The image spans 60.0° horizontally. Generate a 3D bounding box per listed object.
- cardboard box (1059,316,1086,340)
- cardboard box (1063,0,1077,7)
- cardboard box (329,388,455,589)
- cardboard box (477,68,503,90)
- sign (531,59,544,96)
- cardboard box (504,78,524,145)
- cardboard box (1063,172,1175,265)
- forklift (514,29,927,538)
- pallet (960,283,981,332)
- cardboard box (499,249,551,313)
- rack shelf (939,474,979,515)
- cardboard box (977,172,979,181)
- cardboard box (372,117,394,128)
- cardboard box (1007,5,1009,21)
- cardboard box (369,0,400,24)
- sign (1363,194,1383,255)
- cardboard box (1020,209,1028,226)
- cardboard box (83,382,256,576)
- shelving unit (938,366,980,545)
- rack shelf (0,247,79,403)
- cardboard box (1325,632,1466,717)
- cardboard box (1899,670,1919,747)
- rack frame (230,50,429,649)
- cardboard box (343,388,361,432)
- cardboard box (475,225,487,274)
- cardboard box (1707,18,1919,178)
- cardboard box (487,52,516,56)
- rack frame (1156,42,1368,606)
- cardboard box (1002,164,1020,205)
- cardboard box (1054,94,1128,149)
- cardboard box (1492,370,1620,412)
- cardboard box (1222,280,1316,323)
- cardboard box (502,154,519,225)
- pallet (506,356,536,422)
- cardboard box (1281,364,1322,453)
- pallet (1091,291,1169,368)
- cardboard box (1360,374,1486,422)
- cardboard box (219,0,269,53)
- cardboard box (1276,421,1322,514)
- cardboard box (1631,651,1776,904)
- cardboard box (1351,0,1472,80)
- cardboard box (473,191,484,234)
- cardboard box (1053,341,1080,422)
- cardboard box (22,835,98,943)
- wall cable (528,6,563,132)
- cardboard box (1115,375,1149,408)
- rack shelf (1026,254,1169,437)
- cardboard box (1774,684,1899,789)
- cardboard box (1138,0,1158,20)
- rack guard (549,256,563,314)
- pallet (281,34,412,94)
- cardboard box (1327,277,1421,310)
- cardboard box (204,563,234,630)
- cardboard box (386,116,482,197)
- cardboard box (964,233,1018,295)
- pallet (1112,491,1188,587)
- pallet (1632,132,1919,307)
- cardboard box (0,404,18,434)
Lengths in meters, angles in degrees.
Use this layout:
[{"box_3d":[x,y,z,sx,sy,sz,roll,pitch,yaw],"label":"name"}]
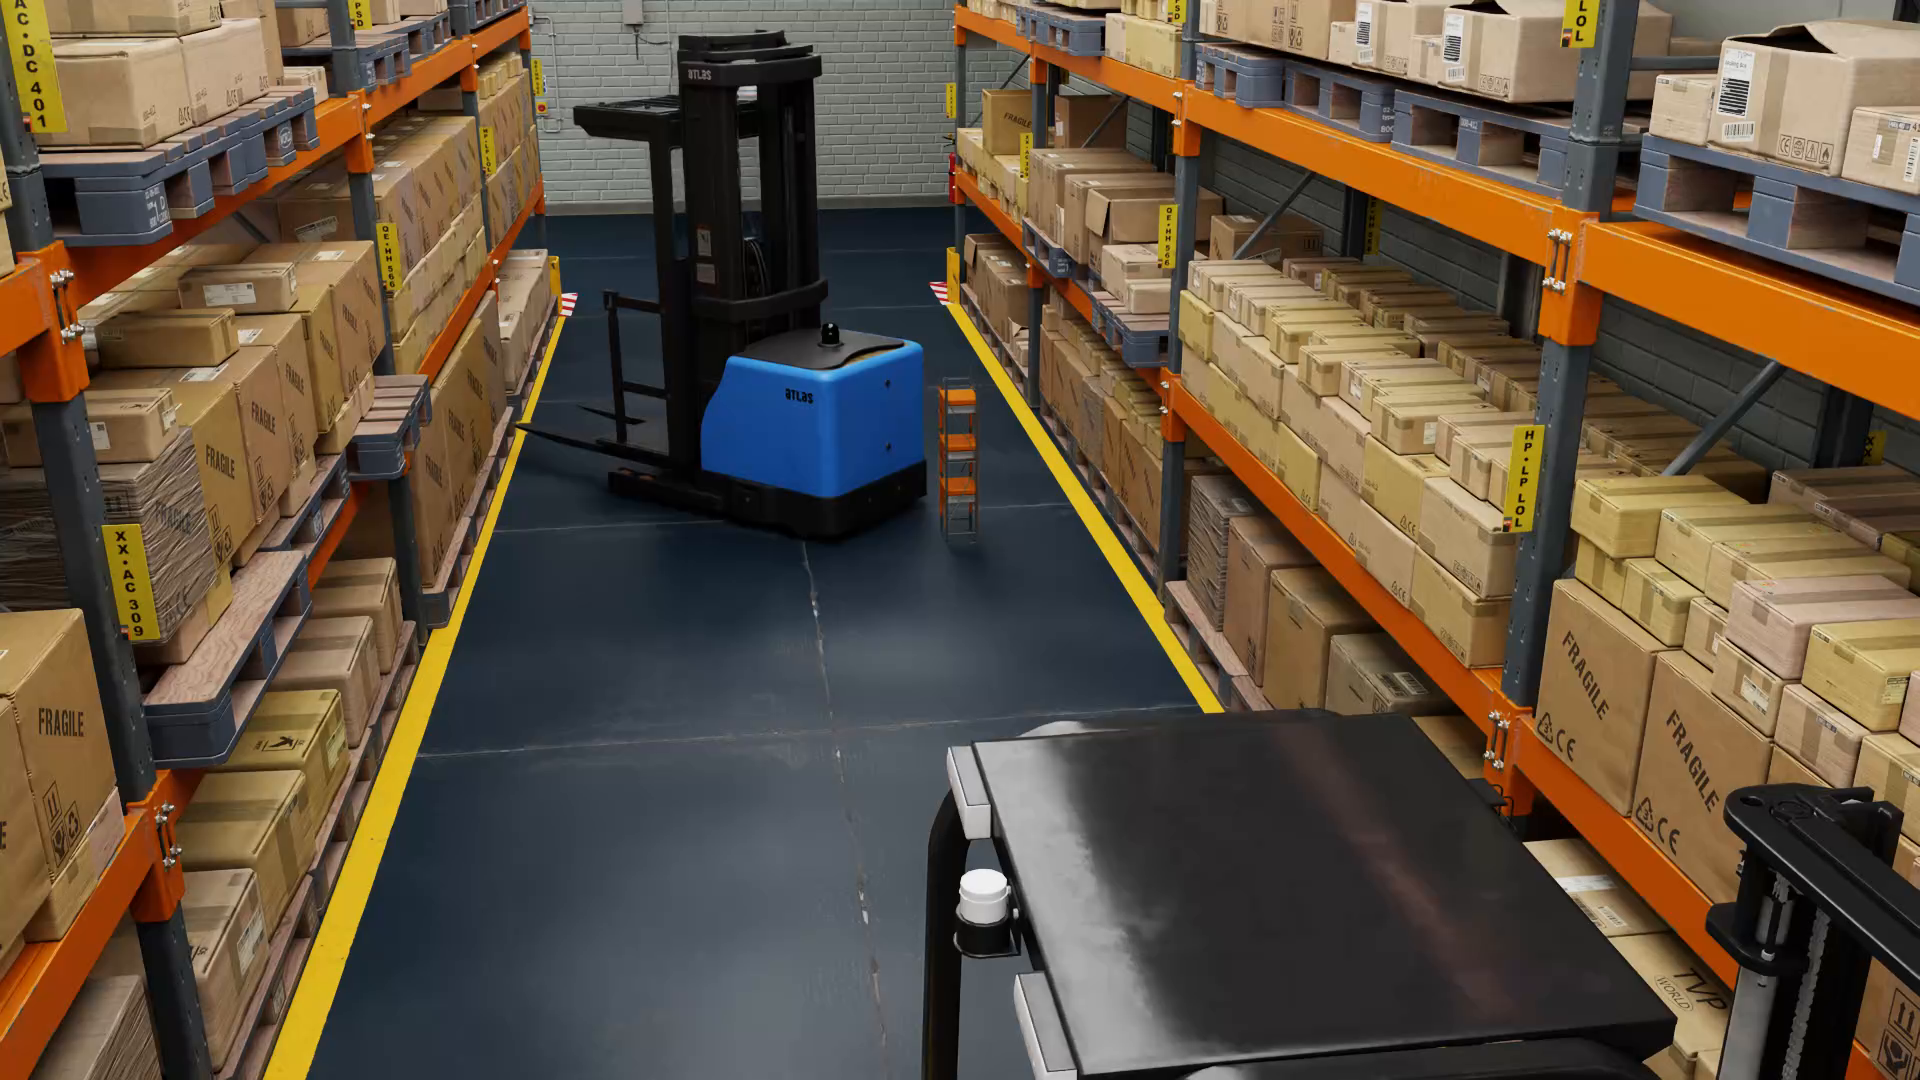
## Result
[{"box_3d":[0.937,-1.572,12.184,0.380,0.149,0.250,-3,21,-9],"label":"cardboard box"},{"box_3d":[0.859,-3.438,10.463,0.380,0.149,0.250,-2,21,-6],"label":"cardboard box"},{"box_3d":[-3.320,-0.281,9.117,0.875,0.875,0.875,-3,21,-8],"label":"cardboard box"},{"box_3d":[-3.869,-3.691,13.311,0.380,0.149,0.250,-3,21,-8],"label":"cardboard box"},{"box_3d":[-3.917,-4.282,15.399,0.100,0.325,0.005,-3,21,-8],"label":"sign"},{"box_3d":[-3.978,-3.615,14.036,0.500,0.500,0.500,-3,21,-8],"label":"cardboard box"},{"box_3d":[1.068,-2.086,10.771,0.700,0.500,0.500,-3,21,-8],"label":"cardboard box"},{"box_3d":[-1.717,-1.770,10.765,3.031,2.935,1.130,14,24,32],"label":"forklift"},{"box_3d":[0.582,-2.249,15.935,1.003,0.211,1.213,-3,21,-8],"label":"pallet"},{"box_3d":[-4.262,-2.379,15.359,0.875,0.438,0.875,-4,21,-10],"label":"cardboard box"},{"box_3d":[-0.008,-0.240,10.183,0.215,0.259,0.240,-3,21,-8],"label":"rack shelf"},{"box_3d":[0.362,-3.346,15.248,0.380,0.149,0.250,-2,21,-6],"label":"cardboard box"},{"box_3d":[-4.101,-2.569,11.236,0.500,0.500,0.500,-3,21,-7],"label":"cardboard box"},{"box_3d":[0.585,-4.227,13.319,0.380,0.149,0.250,-2,21,-6],"label":"cardboard box"},{"box_3d":[-3.458,-3.066,9.585,0.380,0.166,0.250,-1,21,-3],"label":"cardboard box"},{"box_3d":[2.157,-1.659,8.716,0.100,0.325,0.005,-3,21,-8],"label":"sign"},{"box_3d":[0.677,-2.541,13.093,0.380,0.149,0.250,-2,21,-6],"label":"cardboard box"},{"box_3d":[-2.583,-0.184,5.253,0.500,0.500,0.500,-3,21,-8],"label":"cardboard box"},{"box_3d":[-0.008,-0.510,10.082,0.215,1.050,0.252,-3,21,-8],"label":"shelving unit"},{"box_3d":[-2.438,0.173,2.206,1.077,0.370,4.000,-3,21,-8],"label":"rack shelf"},{"box_3d":[1.994,0.764,6.677,0.875,0.625,0.625,-3,21,-8],"label":"cardboard box"},{"box_3d":[2.202,0.375,3.430,0.380,0.149,0.250,-3,21,-8],"label":"cardboard box"},{"box_3d":[-3.303,-0.836,8.167,1.000,3.000,0.127,-3,21,-8],"label":"rack frame"},{"box_3d":[-2.803,-0.552,7.165,0.380,0.149,0.250,-4,21,-10],"label":"cardboard box"},{"box_3d":[-3.565,-2.008,11.519,0.500,0.250,0.500,-3,21,-9],"label":"cardboard box"},{"box_3d":[2.064,-1.009,3.728,0.500,0.311,0.500,-2,21,-7],"label":"cardboard box"},{"box_3d":[-4.206,-4.311,14.971,0.380,0.149,0.250,-3,21,-7],"label":"cardboard box"},{"box_3d":[1.608,-1.087,8.841,1.000,3.000,0.127,-3,21,-8],"label":"rack frame"},{"box_3d":[0.630,-2.878,13.424,0.500,0.250,0.500,-3,21,-8],"label":"cardboard box"},{"box_3d":[1.080,-3.422,13.808,0.500,0.500,0.500,-3,21,-9],"label":"cardboard box"},{"box_3d":[2.257,-0.543,6.312,0.380,0.149,0.250,-3,21,-8],"label":"cardboard box"},{"box_3d":[1.465,-1.133,7.892,0.380,0.149,0.250,-2,21,-6],"label":"cardboard box"},{"box_3d":[-3.822,-2.790,13.257,0.500,0.500,0.500,-3,21,-7],"label":"cardboard box"},{"box_3d":[-3.912,-1.182,13.078,1.003,0.211,1.213,-3,21,-8],"label":"pallet"},{"box_3d":[1.658,-0.554,6.913,0.500,0.250,0.500,-3,21,-7],"label":"cardboard box"},{"box_3d":[1.441,-1.229,9.493,1.213,0.211,1.003,-3,21,-8],"label":"pallet"},{"box_3d":[1.733,-0.514,6.236,0.380,0.149,0.250,-3,21,-9],"label":"cardboard box"},{"box_3d":[-3.055,-1.763,6.214,0.797,0.503,0.637,-3,21,-8],"label":"cardboard box"},{"box_3d":[1.652,-0.319,6.998,0.500,0.250,0.500,-2,21,-6],"label":"cardboard box"},{"box_3d":[2.082,0.597,4.188,0.500,0.500,0.500,-3,21,-7],"label":"cardboard box"},{"box_3d":[1.729,-1.814,5.882,0.500,0.311,0.500,-4,21,-10],"label":"cardboard box"},{"box_3d":[-3.575,-2.244,11.438,0.500,0.250,0.500,-3,21,-8],"label":"cardboard box"},{"box_3d":[0.965,-1.135,11.941,0.500,0.500,0.500,-3,21,-8],"label":"cardboard box"},{"box_3d":[-2.336,0.849,4.016,0.380,0.149,0.250,-2,21,-7],"label":"cardboard box"},{"box_3d":[-5.292,-6.047,20.624,0.585,1.953,0.123,-3,21,-8],"label":"wall cable"},{"box_3d":[1.193,-0.942,10.496,0.380,0.149,0.250,-3,21,-9],"label":"cardboard box"},{"box_3d":[1.320,-1.443,10.821,1.077,0.370,4.000,-3,21,-8],"label":"rack shelf"},{"box_3d":[2.073,0.429,3.711,0.380,0.149,0.250,-3,21,-8],"label":"cardboard box"},{"box_3d":[1.209,-2.987,9.283,0.380,0.149,0.250,-3,21,-8],"label":"cardboard box"},{"box_3d":[-4.460,-2.443,16.043,1.175,0.500,0.348,-3,21,-8],"label":"rack guard"},{"box_3d":[-3.448,-2.373,8.265,1.213,0.211,1.003,-2,21,-5],"label":"pallet"},{"box_3d":[1.981,-1.158,7.960,0.380,0.149,0.250,-3,21,-8],"label":"cardboard box"},{"box_3d":[-2.521,0.176,5.217,0.380,0.149,0.250,-2,21,-7],"label":"cardboard box"},{"box_3d":[-3.567,-2.594,11.302,0.500,0.500,0.500,-2,21,-6],"label":"cardboard box"},{"box_3d":[0.450,-2.668,16.040,0.797,0.503,0.637,-4,21,-10],"label":"cardboard box"},{"box_3d":[1.538,-0.042,10.026,1.003,0.211,1.213,-3,21,-8],"label":"pallet"},{"box_3d":[2.334,-0.772,3.836,1.003,0.211,1.213,-3,21,-8],"label":"pallet"},{"box_3d":[-3.093,-0.154,5.173,0.500,0.500,0.500,-3,21,-7],"label":"cardboard box"}]
